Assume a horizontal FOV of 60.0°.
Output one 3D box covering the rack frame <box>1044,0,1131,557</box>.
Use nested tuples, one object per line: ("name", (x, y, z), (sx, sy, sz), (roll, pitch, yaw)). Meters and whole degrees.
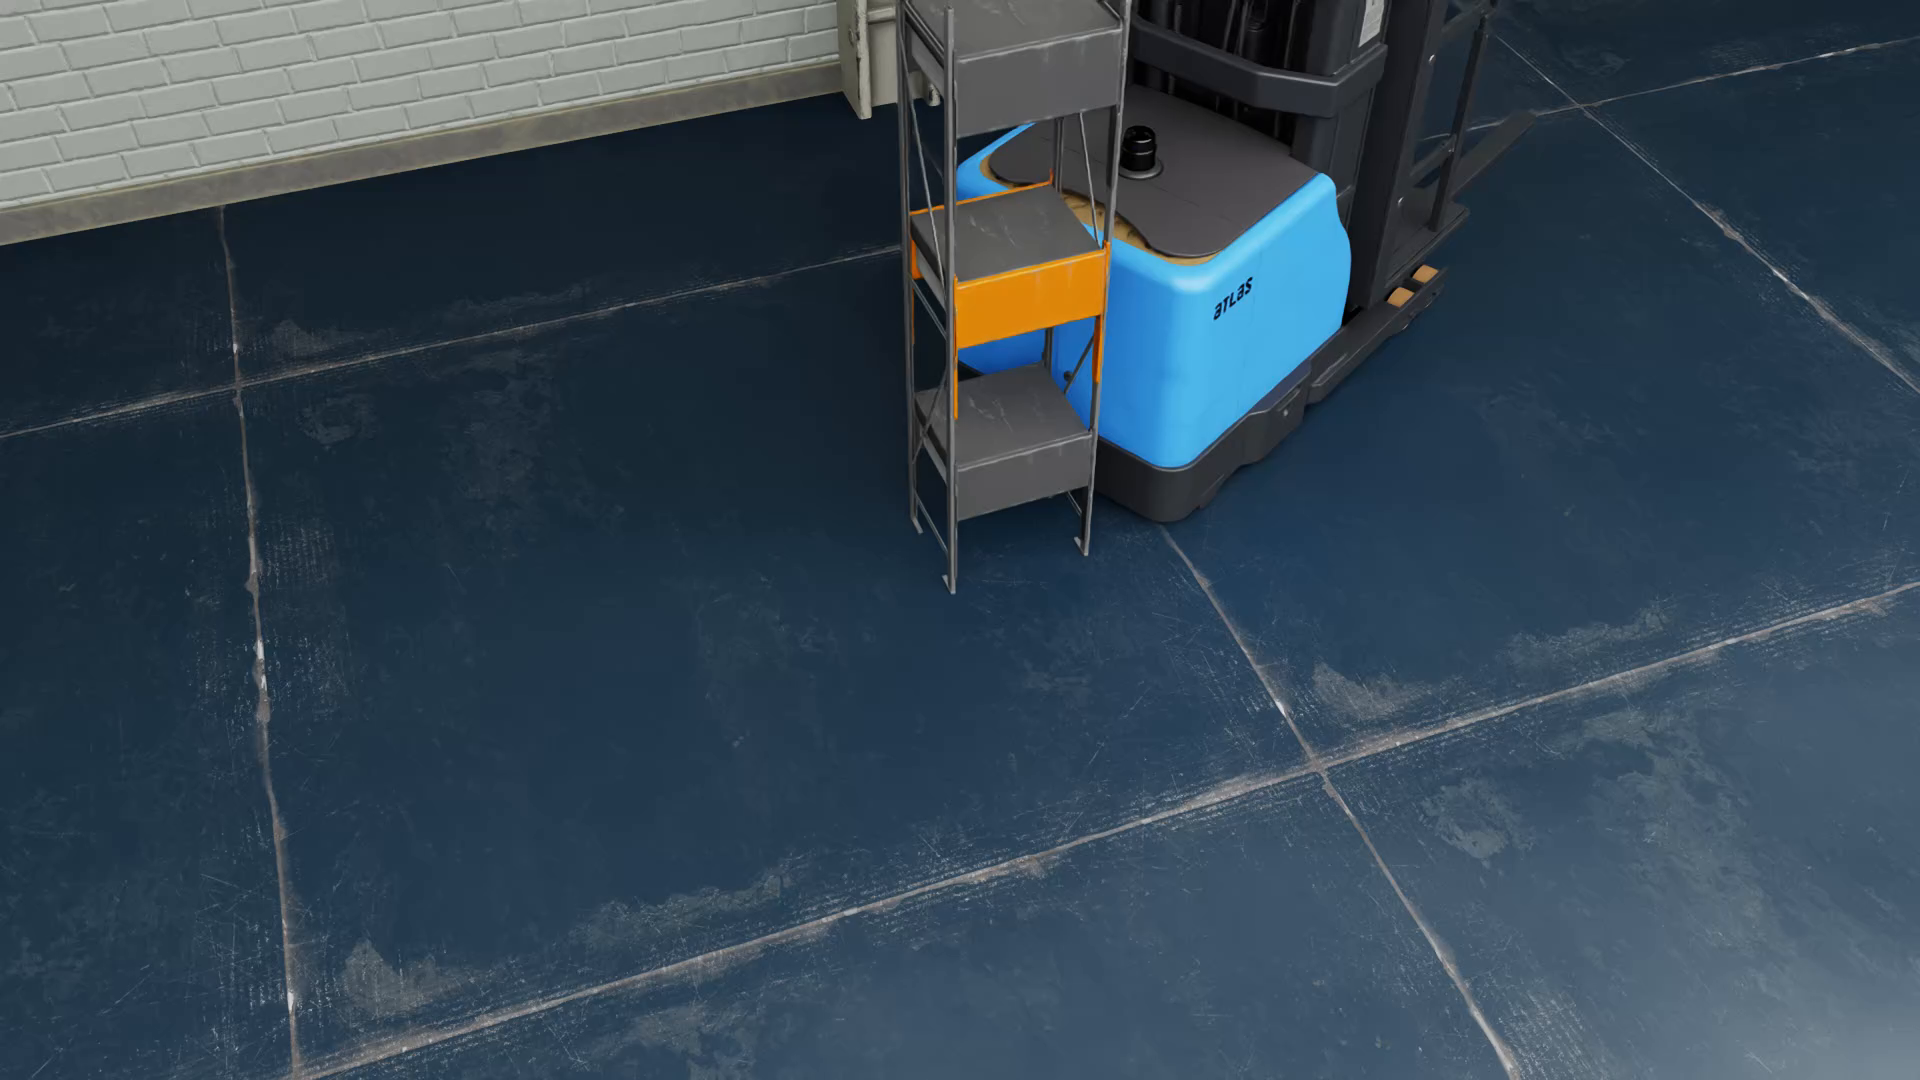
("rack frame", (0.359, -0.816, 5.081), (0.015, 2.100, 0.400), (-16, 47, -15))

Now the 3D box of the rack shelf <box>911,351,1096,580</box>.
("rack shelf", (0.132, -0.249, 5.523), (0.480, 0.518, 0.431), (-16, 47, -15))

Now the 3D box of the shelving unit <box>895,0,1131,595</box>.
("shelving unit", (0.132, -0.753, 5.018), (0.503, 2.100, 0.431), (-16, 47, -15))

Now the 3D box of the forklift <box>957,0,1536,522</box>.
("forklift", (1.295, -2.072, 5.745), (1.130, 2.935, 3.031), (31, 53, 27))

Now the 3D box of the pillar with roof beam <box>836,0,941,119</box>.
("pillar with roof beam", (1.134, -2.403, 1.791), (0.400, 9.000, 9.100), (-14, 47, -14))

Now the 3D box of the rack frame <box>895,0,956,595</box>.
("rack frame", (-0.095, -0.690, 4.955), (0.015, 2.100, 0.400), (-16, 47, -15))

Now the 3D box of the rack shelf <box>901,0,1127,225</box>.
("rack shelf", (0.132, -1.237, 4.532), (0.480, 0.518, 0.431), (-16, 47, -15))

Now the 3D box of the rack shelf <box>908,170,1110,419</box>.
("rack shelf", (0.132, -0.743, 5.028), (0.480, 0.518, 0.431), (-16, 47, -15))
